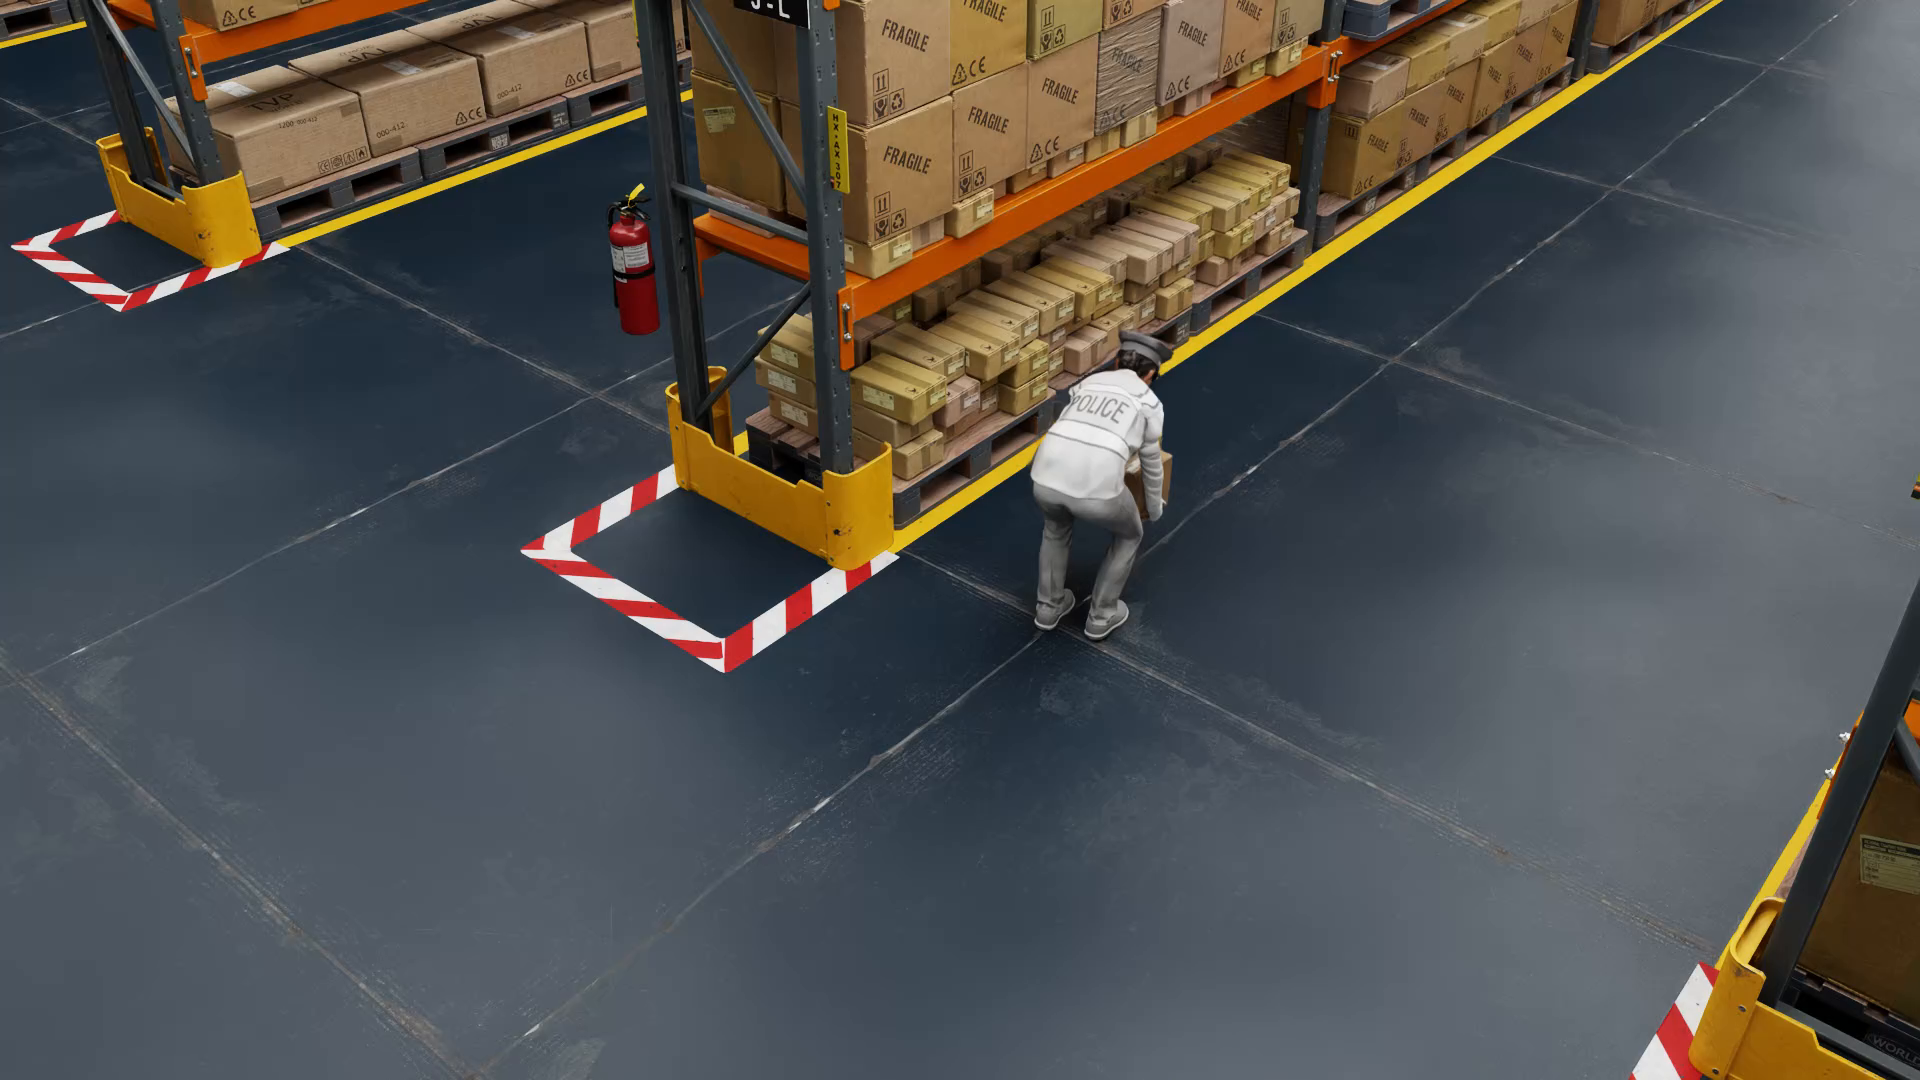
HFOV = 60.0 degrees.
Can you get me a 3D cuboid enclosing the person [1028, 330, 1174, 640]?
[{"bbox_3d":[0.598,-0.219,6.886,0.430,1.172,0.910,17,39,23],"label":"person"}]
